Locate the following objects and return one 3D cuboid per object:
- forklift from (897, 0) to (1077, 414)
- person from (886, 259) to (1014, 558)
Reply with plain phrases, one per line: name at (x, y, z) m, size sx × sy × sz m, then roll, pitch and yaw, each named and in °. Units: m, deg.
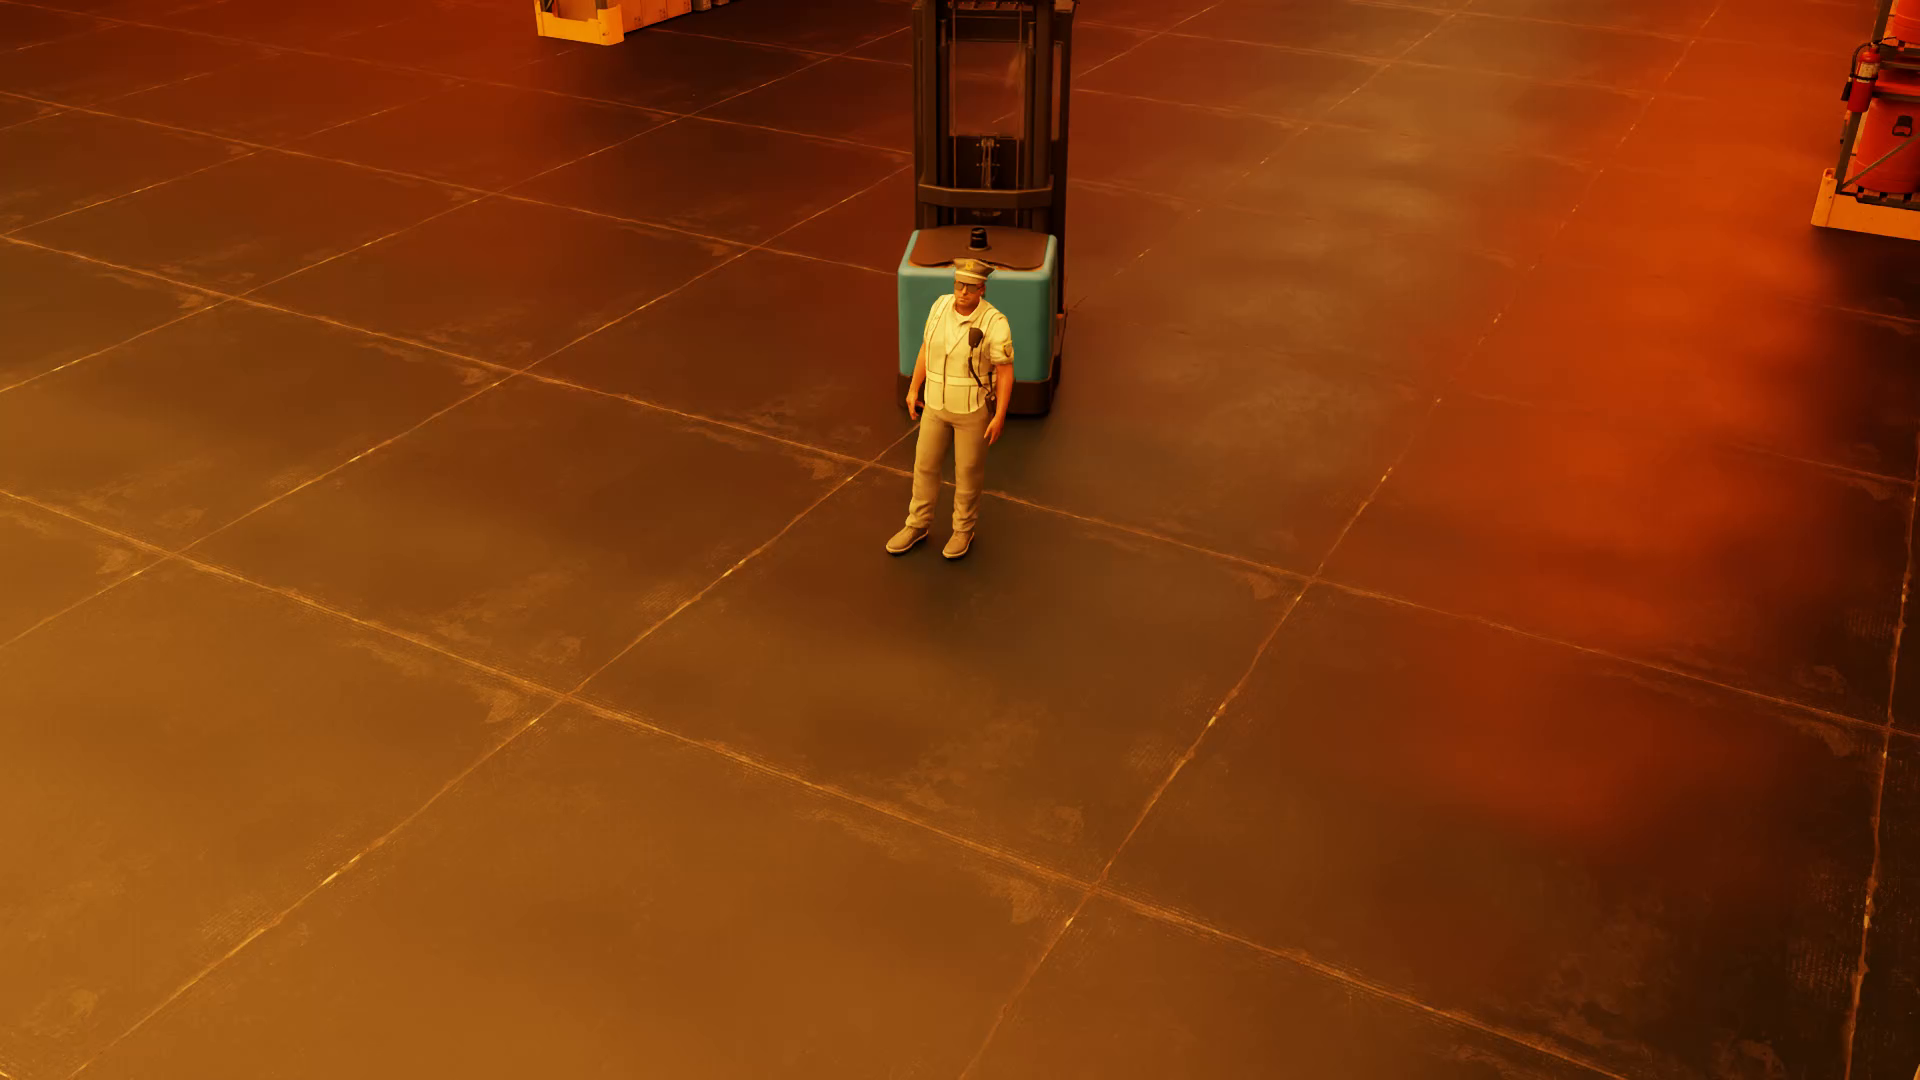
forklift at (0.245, -2.838, 11.988) m, size 1.130 × 2.935 × 3.031 m, roll 3°, pitch 30°, yaw 5°
person at (-0.048, -0.747, 9.499) m, size 0.641 × 1.781 × 0.574 m, roll 15°, pitch 33°, yaw 25°
